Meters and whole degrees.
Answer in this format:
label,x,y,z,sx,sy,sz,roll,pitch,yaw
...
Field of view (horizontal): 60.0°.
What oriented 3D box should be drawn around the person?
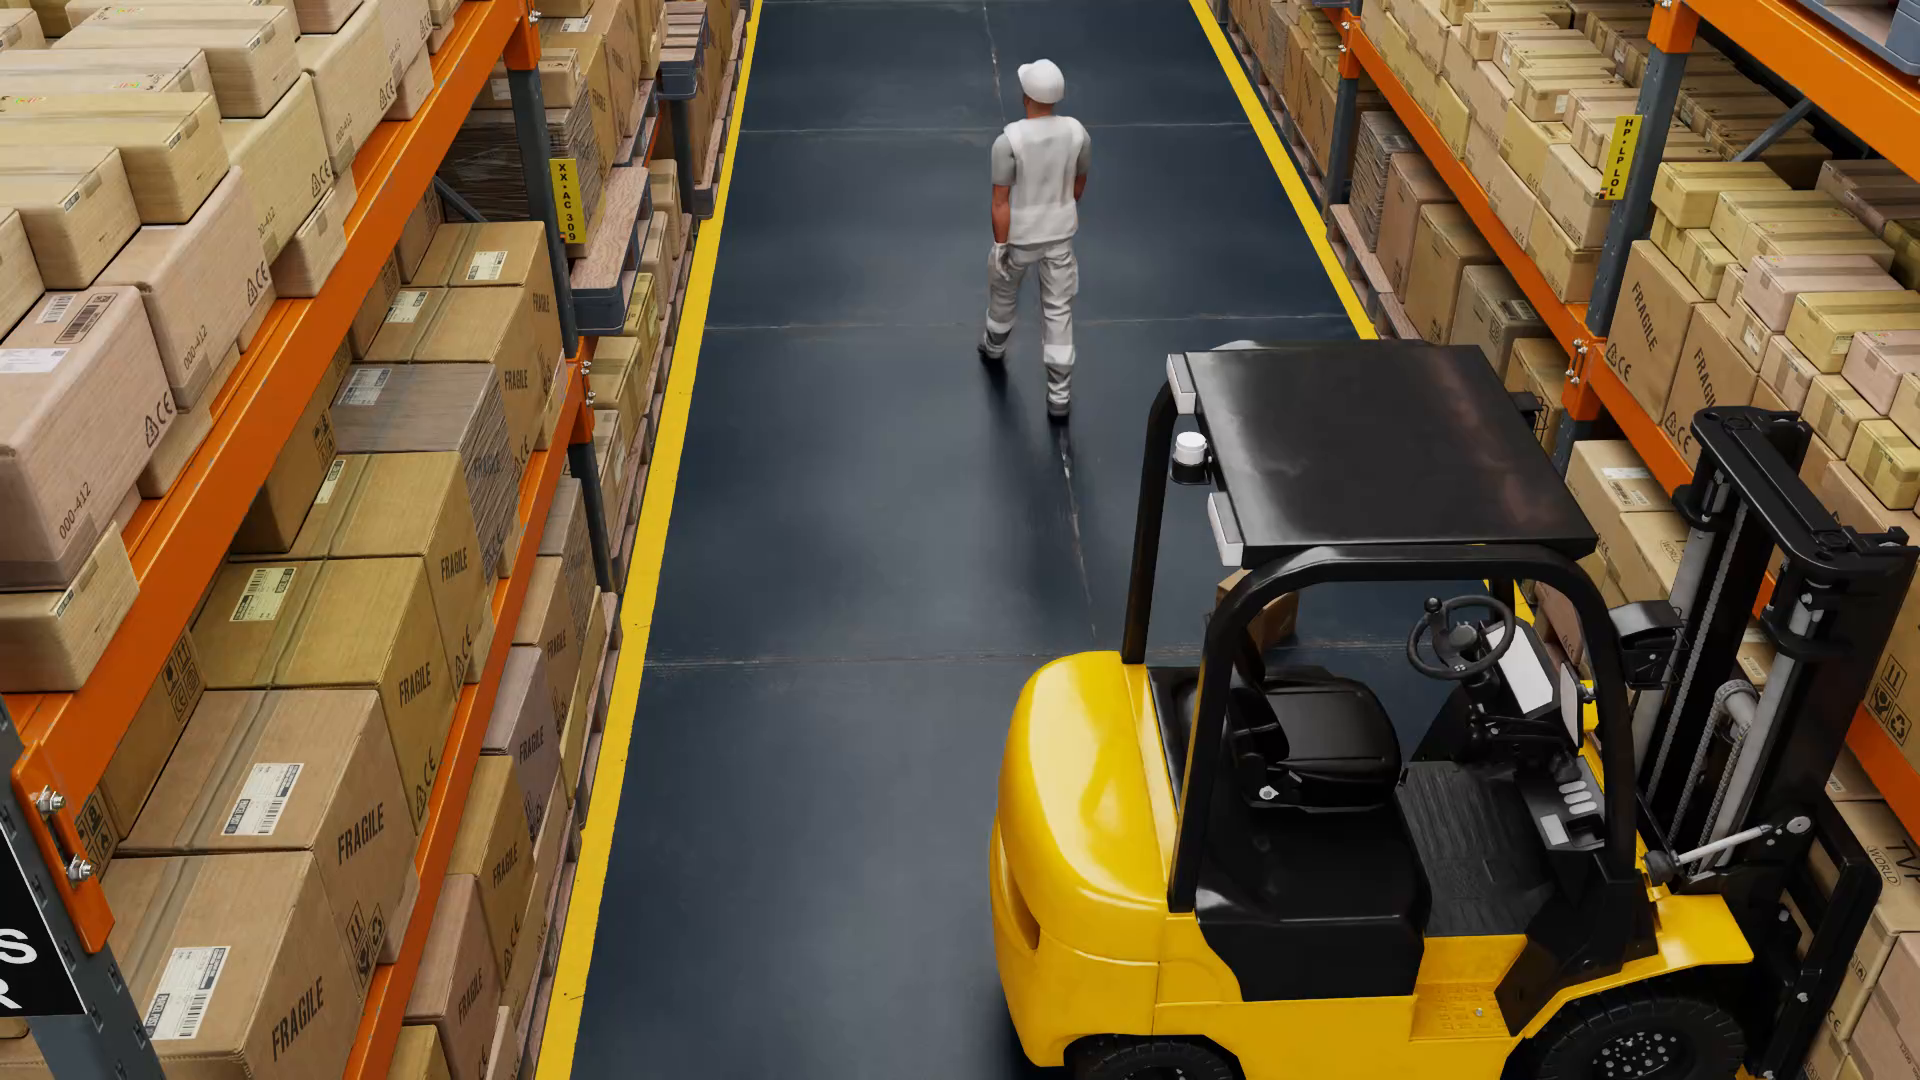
label,x,y,z,sx,sy,sz,roll,pitch,yaw
person,0.366,-1.580,8.358,0.524,1.755,0.960,-6,35,-9
